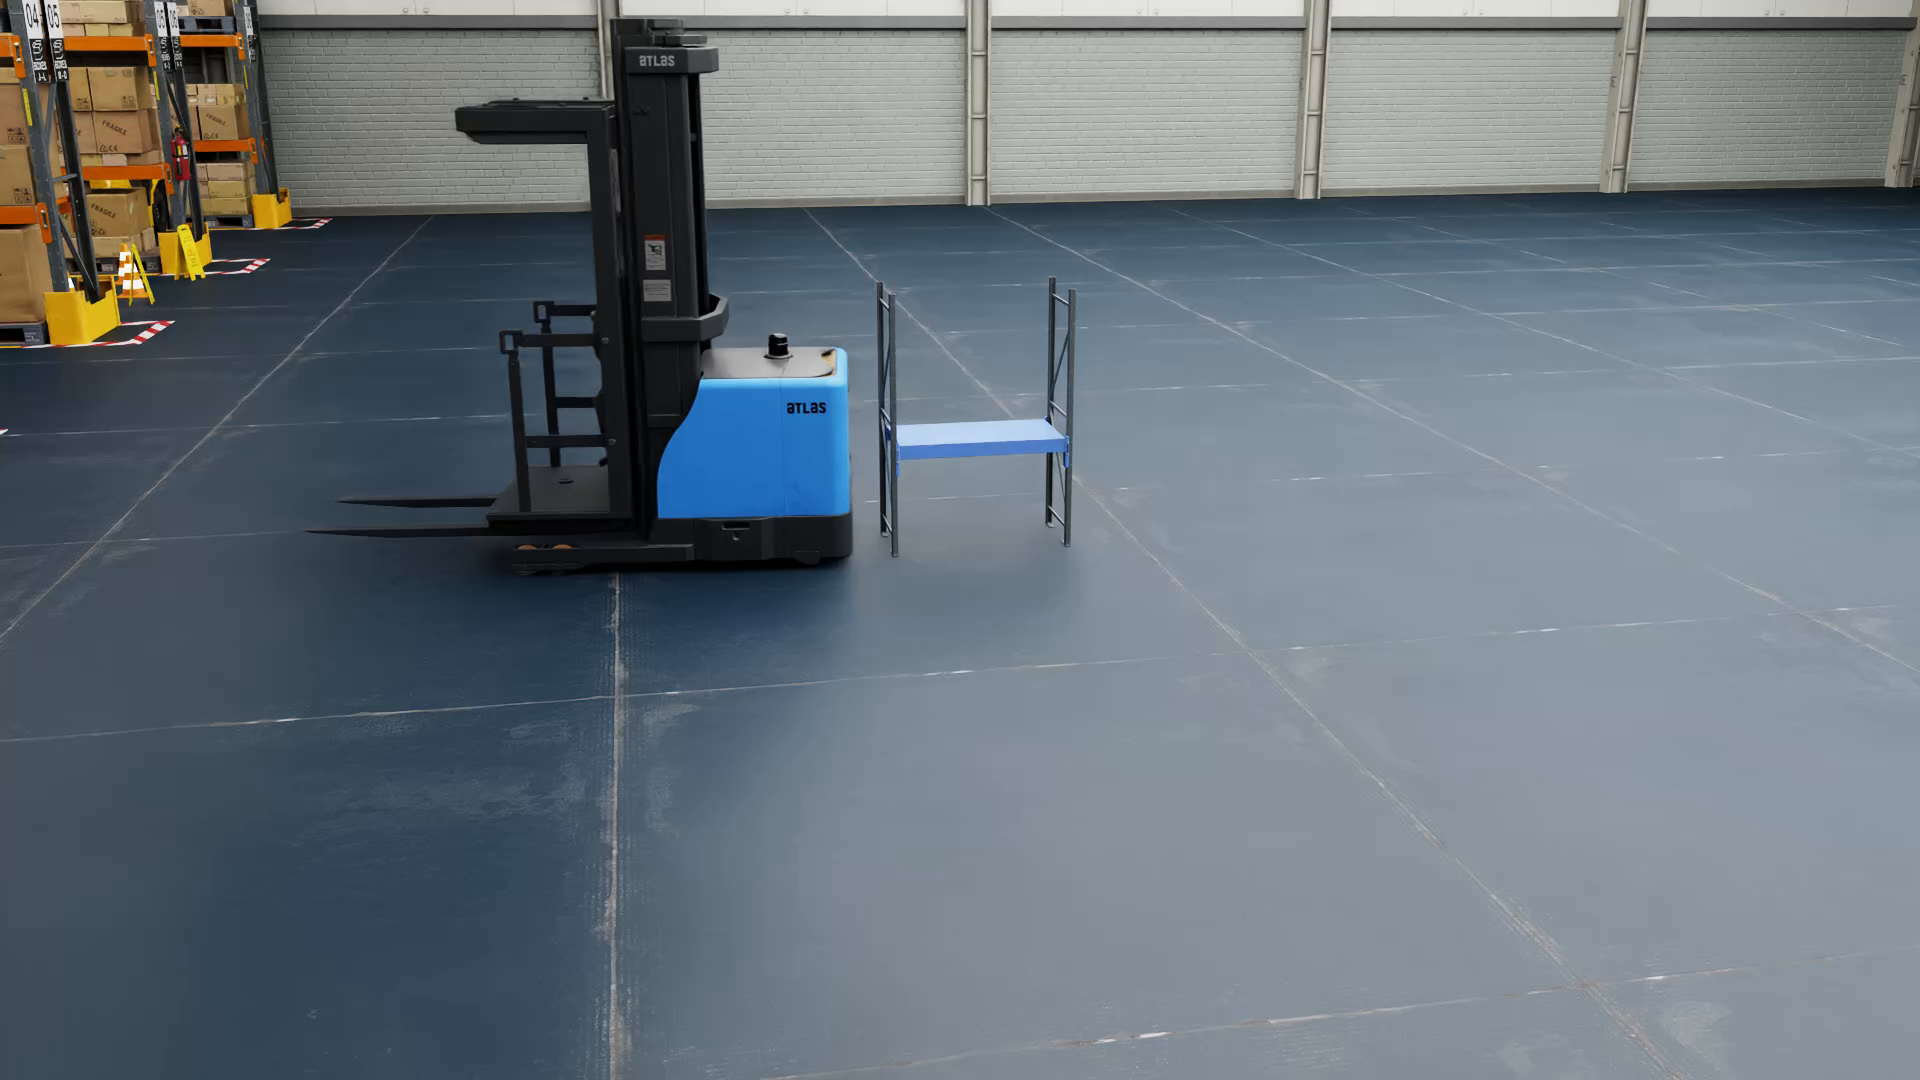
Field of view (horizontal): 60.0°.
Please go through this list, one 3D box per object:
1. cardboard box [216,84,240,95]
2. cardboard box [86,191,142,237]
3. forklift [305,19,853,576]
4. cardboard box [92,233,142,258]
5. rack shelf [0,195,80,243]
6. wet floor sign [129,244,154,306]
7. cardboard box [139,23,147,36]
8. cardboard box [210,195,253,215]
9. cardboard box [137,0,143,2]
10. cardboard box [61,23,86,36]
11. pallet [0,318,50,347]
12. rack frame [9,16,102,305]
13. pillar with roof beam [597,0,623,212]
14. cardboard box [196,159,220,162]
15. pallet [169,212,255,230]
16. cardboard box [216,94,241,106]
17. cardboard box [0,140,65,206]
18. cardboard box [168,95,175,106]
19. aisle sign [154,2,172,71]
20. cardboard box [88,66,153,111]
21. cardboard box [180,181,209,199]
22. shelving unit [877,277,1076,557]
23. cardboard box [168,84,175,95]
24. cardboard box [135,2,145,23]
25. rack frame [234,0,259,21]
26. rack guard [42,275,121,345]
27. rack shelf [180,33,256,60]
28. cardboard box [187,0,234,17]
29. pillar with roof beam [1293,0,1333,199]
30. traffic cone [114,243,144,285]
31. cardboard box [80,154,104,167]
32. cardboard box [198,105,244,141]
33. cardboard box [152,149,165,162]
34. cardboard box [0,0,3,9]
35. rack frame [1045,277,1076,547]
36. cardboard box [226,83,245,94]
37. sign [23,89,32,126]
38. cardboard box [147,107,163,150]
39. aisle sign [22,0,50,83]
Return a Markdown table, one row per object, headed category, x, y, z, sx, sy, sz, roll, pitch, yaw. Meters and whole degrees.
| category | x | y | z | sx | sy | sz | roll | pitch | yaw |
| --- | --- | --- | --- | --- | --- | --- | --- | --- | --- |
| cardboard box | -10.943 | -6.735 | 24.849 | 0.250 | 0.149 | 0.380 | -3 | 17 | -10 |
| cardboard box | -10.423 | -4.010 | 20.450 | 0.500 | 0.500 | 0.500 | -3 | 17 | -10 |
| forklift | -2.144 | -1.365 | 9.263 | 3.031 | 2.935 | 1.130 | -1 | 17 | -3 |
| cardboard box | -10.452 | -3.648 | 20.546 | 0.500 | 0.250 | 0.500 | -3 | 17 | -11 |
| rack shelf | -10.611 | -3.008 | 15.723 | 4.000 | 0.370 | 1.077 | -3 | 17 | -10 |
| wet floor sign | -8.995 | -2.911 | 18.189 | 0.232 | 0.644 | 0.267 | -6 | 18 | -20 |
| cardboard box | -10.073 | -6.274 | 20.449 | 0.250 | 0.149 | 0.380 | -3 | 17 | -10 |
| cardboard box | -11.033 | -5.085 | 25.226 | 0.500 | 0.250 | 0.500 | -3 | 17 | -10 |
| cardboard box | -10.074 | -6.619 | 20.214 | 0.250 | 0.149 | 0.380 | -3 | 17 | -11 |
| cardboard box | -10.489 | -6.070 | 19.785 | 0.250 | 0.149 | 0.380 | -3 | 17 | -9 |
| pallet | -9.418 | -2.064 | 16.171 | 1.213 | 0.211 | 1.003 | -3 | 17 | -10 |
| rack frame | -8.648 | -3.464 | 15.980 | 0.127 | 3.000 | 1.000 | -3 | 17 | -10 |
| pillar with roof beam | -4.778 | -8.498 | 22.152 | 0.400 | 9.000 | 9.100 | -3 | 17 | -10 |
| cardboard box | -11.629 | -5.679 | 25.458 | 0.500 | 0.250 | 0.500 | -3 | 17 | -10 |
| pallet | -11.374 | -4.928 | 25.497 | 1.213 | 0.211 | 1.003 | -3 | 17 | -10 |
| cardboard box | -10.919 | -6.574 | 24.830 | 0.250 | 0.149 | 0.380 | -3 | 17 | -10 |
| cardboard box | -9.003 | -3.502 | 15.848 | 0.550 | 0.550 | 0.875 | -3 | 17 | -10 |
| cardboard box | -11.676 | -6.543 | 24.732 | 0.250 | 0.149 | 0.380 | -3 | 17 | -11 |
| aisle sign | -9.570 | -6.048 | 19.965 | 0.004 | 0.787 | 0.394 | -3 | 17 | -10 |
| cardboard box | -10.146 | -5.462 | 20.105 | 0.500 | 0.500 | 0.700 | -4 | 17 | -12 |
| cardboard box | -11.544 | -5.299 | 25.072 | 0.500 | 0.250 | 0.500 | -3 | 17 | -11 |
| shelving unit | 0.084 | -0.722 | 9.607 | 1.048 | 1.500 | 0.538 | -3 | 17 | -10 |
| cardboard box | -11.690 | -6.698 | 24.727 | 0.250 | 0.149 | 0.380 | -3 | 17 | -10 |
| cardboard box | -10.230 | -6.438 | 20.305 | 0.500 | 0.250 | 0.500 | -4 | 17 | -11 |
| rack frame | -10.631 | -9.184 | 24.385 | 0.127 | 3.000 | 1.000 | -3 | 17 | -10 |
| rack guard | -8.624 | -2.270 | 16.352 | 0.348 | 0.500 | 1.175 | -3 | 17 | -10 |
| rack shelf | -12.595 | -7.294 | 24.568 | 4.000 | 0.370 | 1.077 | -3 | 17 | -10 |
| cardboard box | -11.020 | -7.951 | 24.425 | 0.500 | 0.500 | 0.500 | -3 | 17 | -9 |
| pillar with roof beam | 7.004 | -9.166 | 24.328 | 0.400 | 9.000 | 9.100 | -3 | 17 | -10 |
| traffic cone | -9.863 | -3.277 | 19.691 | 0.334 | 0.463 | 0.336 | -3 | 17 | -10 |
| cardboard box | -10.496 | -4.628 | 20.200 | 0.250 | 0.149 | 0.380 | -4 | 17 | -11 |
| cardboard box | -11.065 | -6.260 | 24.915 | 0.500 | 0.500 | 0.500 | -4 | 17 | -12 |
| cardboard box | -10.059 | -4.806 | 20.777 | 0.250 | 0.149 | 0.380 | -3 | 17 | -10 |
| cardboard box | -8.910 | -4.910 | 15.122 | 0.250 | 0.149 | 0.380 | -3 | 17 | -11 |
| rack frame | 0.583 | -0.750 | 9.699 | 0.032 | 1.500 | 0.500 | -3 | 17 | -10 |
| cardboard box | -11.002 | -6.859 | 25.252 | 0.250 | 0.149 | 0.380 | -4 | 17 | -12 |
| sign | -8.558 | -3.973 | 15.264 | 0.005 | 0.325 | 0.100 | -3 | 17 | -10 |
| cardboard box | -10.204 | -5.129 | 20.724 | 0.500 | 0.500 | 0.500 | -4 | 17 | -11 |
| aisle sign | -8.521 | -4.624 | 15.330 | 0.004 | 0.787 | 0.394 | -3 | 17 | -10 |
